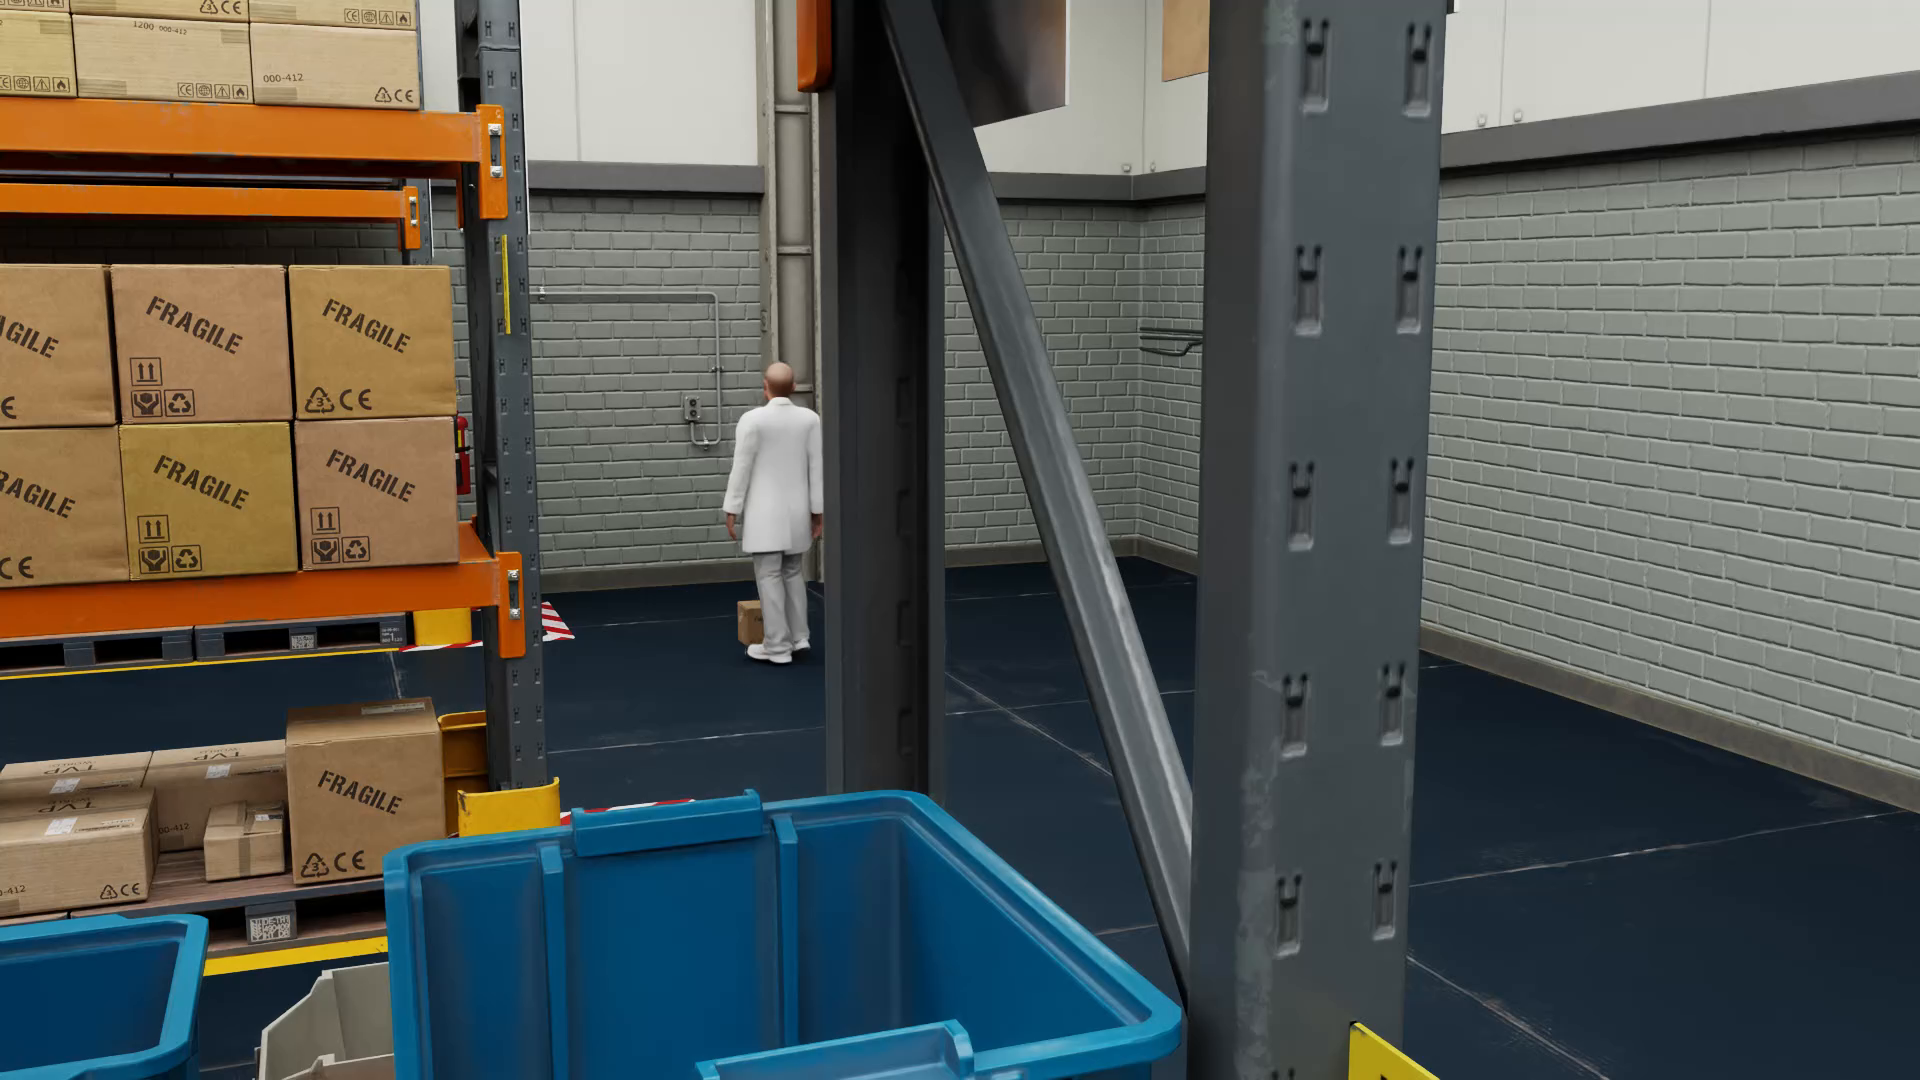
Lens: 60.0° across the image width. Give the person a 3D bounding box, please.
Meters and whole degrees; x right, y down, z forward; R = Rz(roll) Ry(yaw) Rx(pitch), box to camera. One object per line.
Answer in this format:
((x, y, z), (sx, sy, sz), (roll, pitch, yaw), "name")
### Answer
((-1.149, -0.144, 9.946), (0.623, 1.832, 0.510), (-6, 10, -33), "person")
